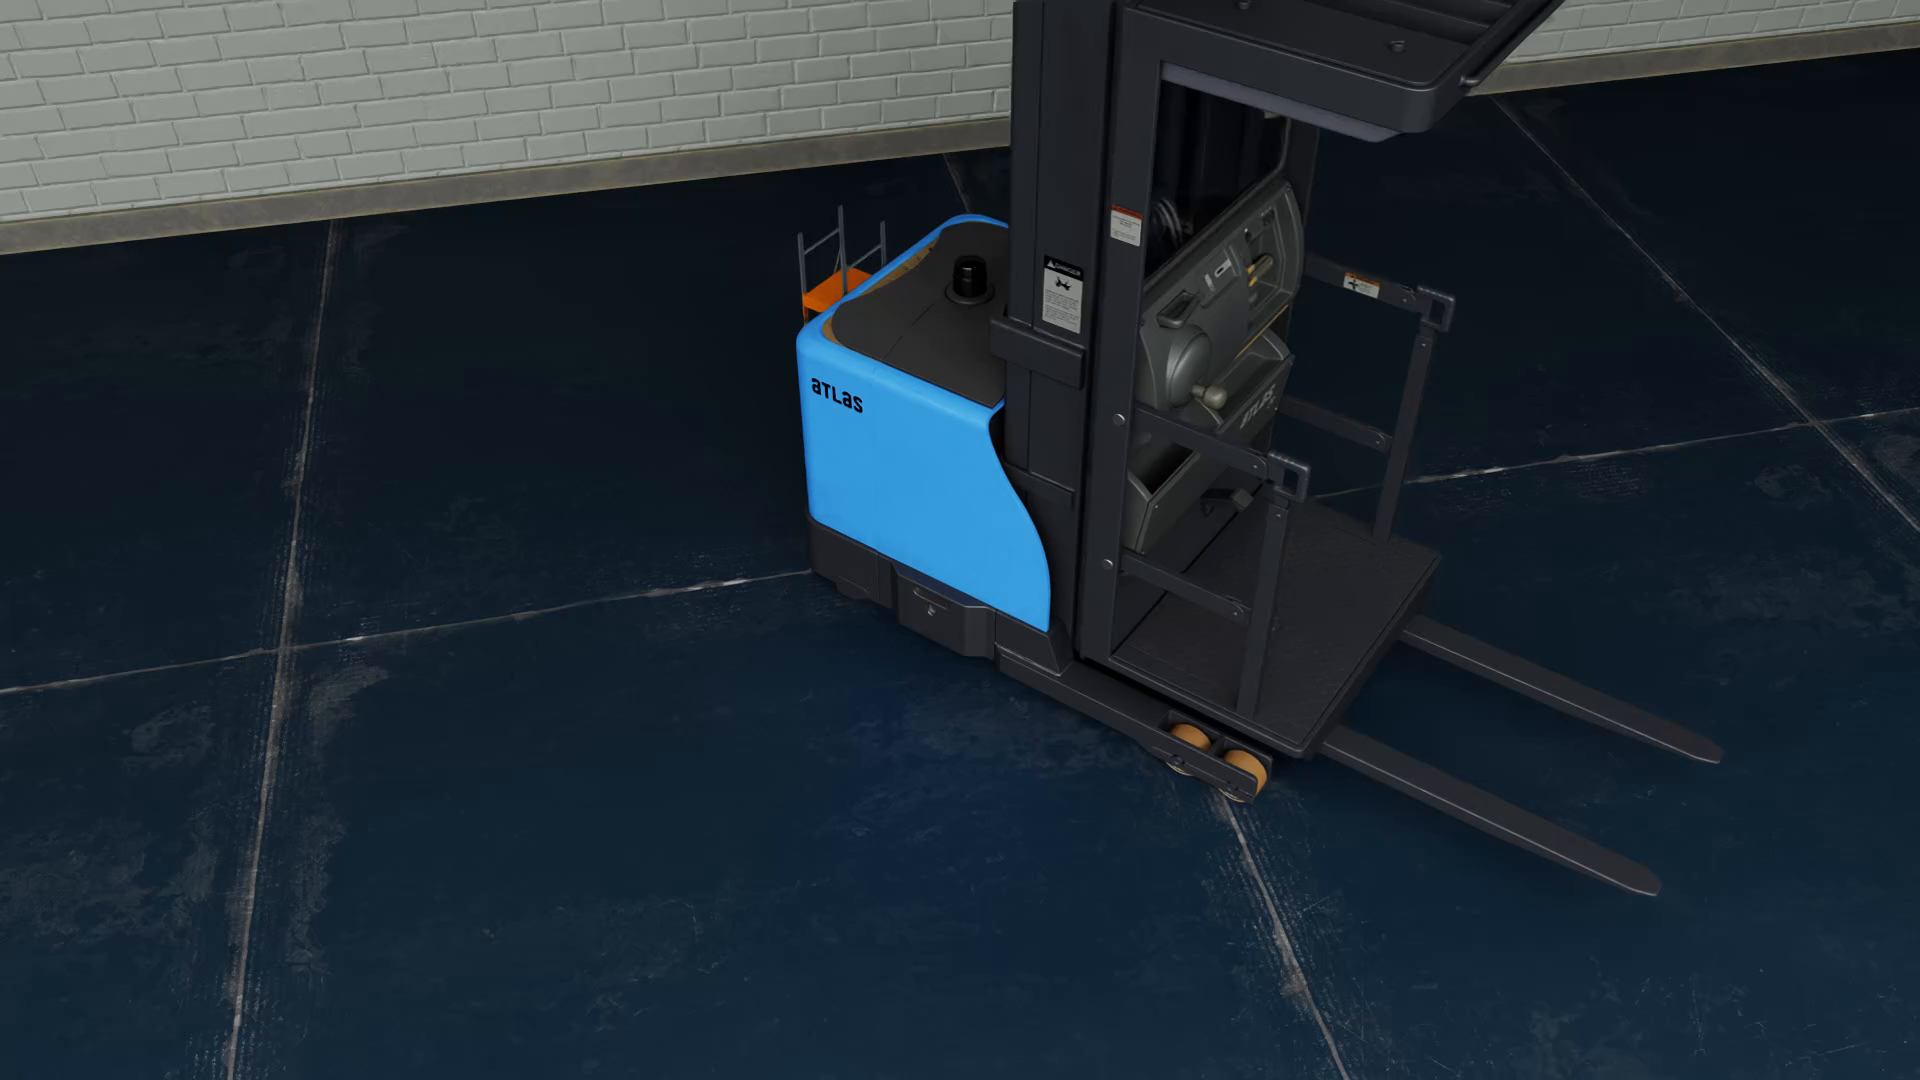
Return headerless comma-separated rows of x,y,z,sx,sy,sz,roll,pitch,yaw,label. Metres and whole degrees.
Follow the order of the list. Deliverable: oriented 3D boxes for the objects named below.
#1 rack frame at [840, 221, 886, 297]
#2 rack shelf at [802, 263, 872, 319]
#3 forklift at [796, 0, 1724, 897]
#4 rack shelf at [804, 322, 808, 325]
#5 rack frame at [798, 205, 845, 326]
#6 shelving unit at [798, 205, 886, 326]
-0.327,-0.574,5.993,0.006,1.200,0.240,25,47,25,rack frame
-0.402,-0.845,5.823,0.180,0.103,0.258,25,47,25,rack shelf
0.947,-0.666,4.793,3.031,2.935,1.130,25,47,25,forklift
-0.402,-0.755,5.903,0.180,0.103,0.258,25,47,25,rack shelf
-0.476,-0.644,6.072,0.006,1.200,0.240,25,47,25,rack frame
-0.402,-0.609,6.032,0.189,1.200,0.258,25,47,25,shelving unit
